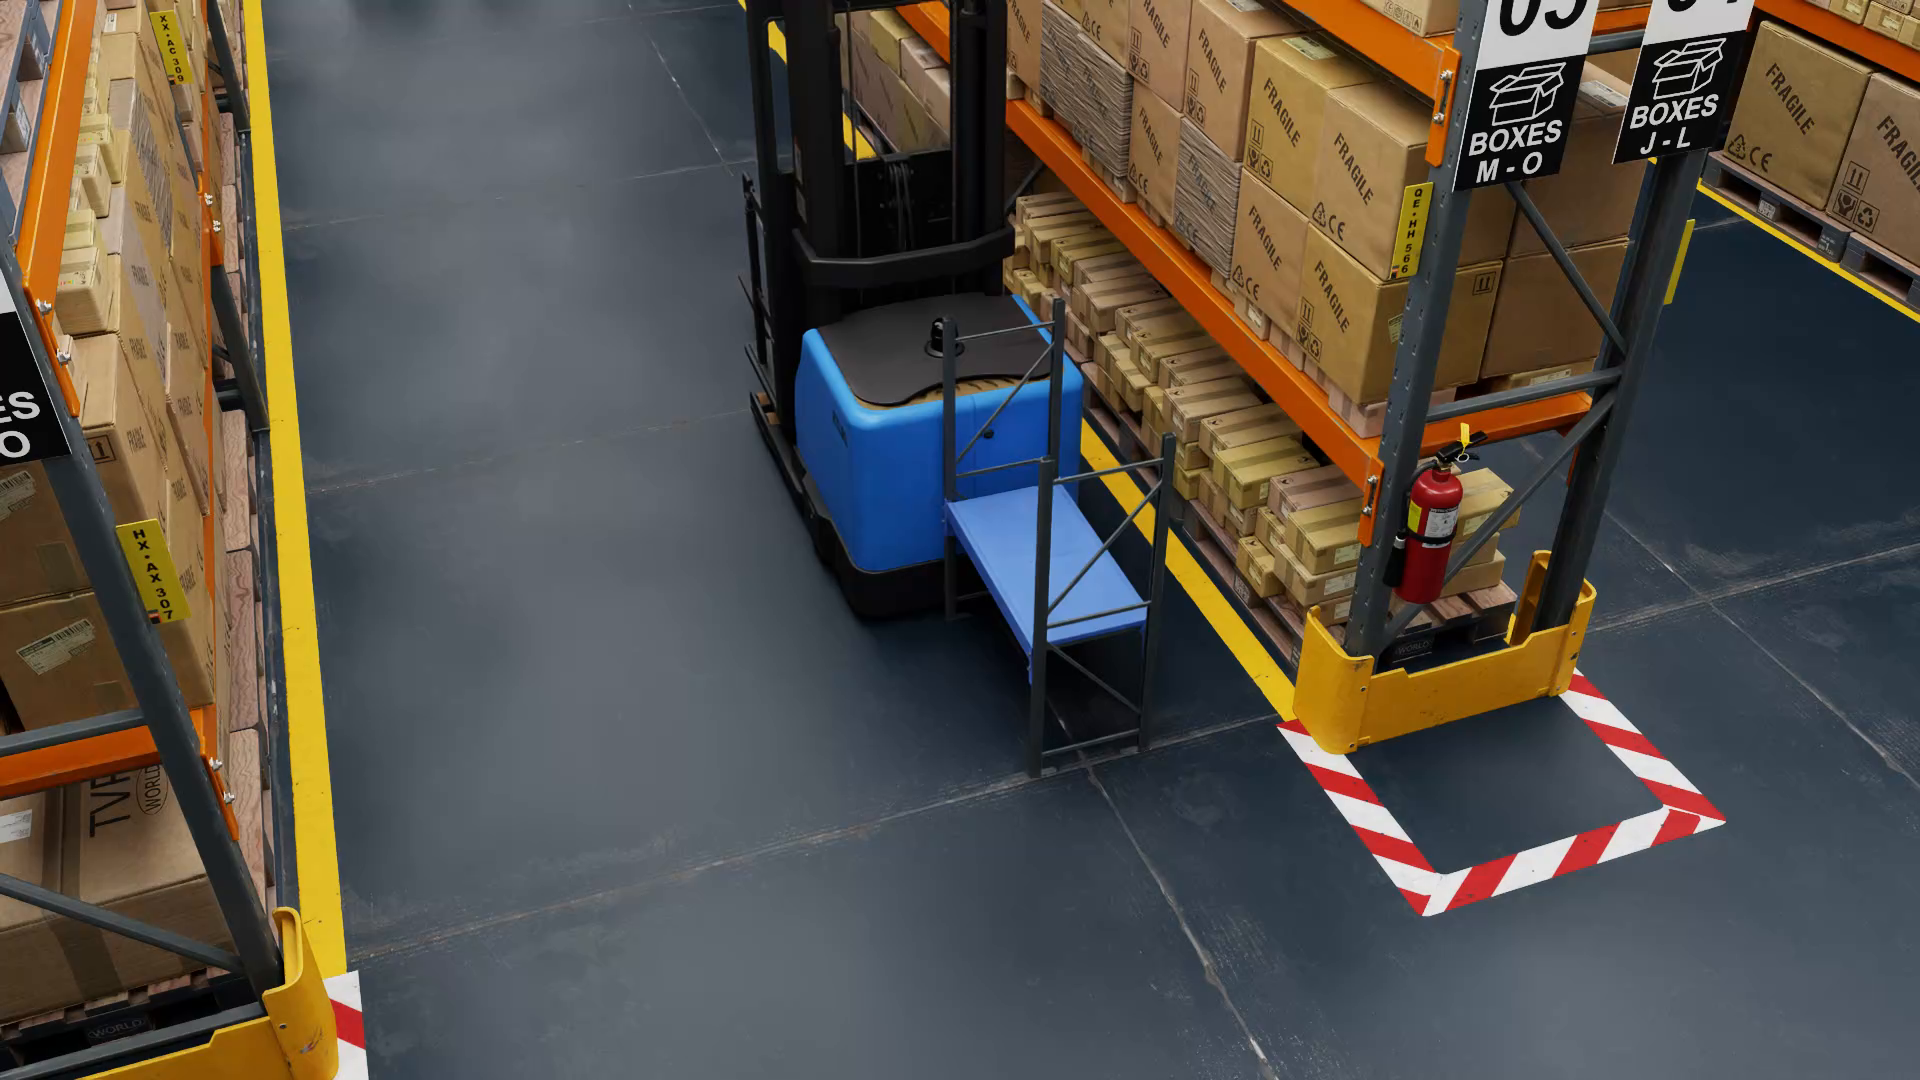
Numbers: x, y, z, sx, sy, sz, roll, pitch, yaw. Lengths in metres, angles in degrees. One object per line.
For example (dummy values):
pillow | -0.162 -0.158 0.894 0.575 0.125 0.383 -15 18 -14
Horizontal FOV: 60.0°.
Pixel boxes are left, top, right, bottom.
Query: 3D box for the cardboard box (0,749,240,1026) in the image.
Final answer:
cardboard box | -2.955 1.079 5.605 0.875 0.438 0.875 -14 39 -17

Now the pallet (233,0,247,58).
pallet | -6.070 -3.960 12.832 1.003 0.211 1.213 -12 39 -16

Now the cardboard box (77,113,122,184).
cardboard box | -2.990 -1.266 5.484 0.380 0.149 0.250 -13 39 -17

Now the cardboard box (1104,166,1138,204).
cardboard box | 0.892 -1.705 7.729 0.380 0.149 0.250 -11 38 -14

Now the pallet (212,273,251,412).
pallet | -4.346 -0.991 8.890 1.003 0.211 1.213 -12 39 -16

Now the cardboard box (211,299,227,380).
cardboard box | -4.298 -1.337 8.449 0.875 0.875 0.875 -11 38 -15

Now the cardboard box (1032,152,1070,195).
cardboard box | 0.598 -2.408 10.182 0.500 0.500 0.500 -11 38 -14

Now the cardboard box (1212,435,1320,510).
cardboard box | 1.318 -0.294 7.173 0.380 0.149 0.250 -13 39 -17

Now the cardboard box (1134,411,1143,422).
cardboard box | 1.073 -0.666 8.162 0.380 0.149 0.250 -11 38 -15

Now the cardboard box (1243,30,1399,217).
cardboard box | 1.414 -1.558 6.164 0.500 0.500 0.500 -14 39 -17

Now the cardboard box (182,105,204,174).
cardboard box | -3.914 -1.928 7.941 0.500 0.250 0.500 -13 39 -17

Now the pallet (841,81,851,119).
pallet | -0.506 -3.471 12.182 1.003 0.211 1.213 -12 39 -16

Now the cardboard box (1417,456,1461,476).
cardboard box | 1.910 -0.271 7.142 0.380 0.149 0.250 -12 39 -15

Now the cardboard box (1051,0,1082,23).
cardboard box | 0.722 -2.730 7.719 0.500 0.500 0.500 -14 39 -17

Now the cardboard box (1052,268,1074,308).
cardboard box | 0.716 -1.389 8.874 0.380 0.149 0.250 -13 39 -16

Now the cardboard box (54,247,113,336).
cardboard box | -2.635 -0.685 4.713 0.380 0.149 0.250 -11 38 -15

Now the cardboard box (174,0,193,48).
cardboard box | -4.251 -2.711 8.565 0.500 0.250 0.500 -12 39 -15

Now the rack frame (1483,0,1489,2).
rack frame | 1.979 -2.903 4.125 1.000 3.000 0.127 -12 39 -16

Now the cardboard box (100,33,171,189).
cardboard box | -3.421 -1.626 6.502 0.500 0.500 0.500 -13 39 -17

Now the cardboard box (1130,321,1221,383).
cardboard box | 1.041 -0.908 7.988 0.380 0.149 0.250 -12 39 -16

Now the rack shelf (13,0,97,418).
rack shelf | -3.322 -1.466 5.307 1.077 0.370 4.000 -12 39 -16

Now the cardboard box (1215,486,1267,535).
cardboard box | 1.349 -0.187 7.278 0.380 0.149 0.250 -14 39 -18

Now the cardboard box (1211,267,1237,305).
cardboard box | 1.278 -1.113 6.944 0.380 0.149 0.250 -14 39 -18

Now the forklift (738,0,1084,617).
forklift | -0.434 -1.726 7.605 1.130 2.935 3.031 -12 39 -15

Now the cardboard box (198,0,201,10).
cardboard box | -4.620 -3.079 9.470 0.500 0.250 0.500 -13 39 -16

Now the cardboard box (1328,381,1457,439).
cardboard box | 1.602 -0.532 6.172 0.380 0.149 0.250 -12 39 -16

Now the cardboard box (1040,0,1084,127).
cardboard box | 0.714 -2.315 8.000 0.500 0.500 0.500 -12 39 -16

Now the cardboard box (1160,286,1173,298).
cardboard box | 1.218 -1.342 8.812 0.380 0.149 0.250 -12 39 -16

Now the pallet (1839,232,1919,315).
pallet | 5.907 -1.486 9.548 1.003 0.211 1.213 -12 39 -16

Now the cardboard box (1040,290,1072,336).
cardboard box | 0.653 -1.243 8.928 0.380 0.149 0.250 -13 39 -16

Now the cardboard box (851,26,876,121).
cardboard box | -0.412 -3.171 11.195 0.500 0.500 0.500 -13 39 -17

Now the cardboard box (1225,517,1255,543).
cardboard box | 1.409 -0.081 7.385 0.380 0.149 0.250 -13 39 -16

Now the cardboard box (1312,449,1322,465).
cardboard box | 1.856 -0.335 7.722 0.380 0.149 0.250 -12 39 -15

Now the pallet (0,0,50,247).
pallet | -2.899 -1.005 4.171 1.003 0.211 1.213 -12 39 -16

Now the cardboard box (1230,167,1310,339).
cardboard box | 1.411 -1.158 6.464 0.500 0.500 0.500 -13 39 -17

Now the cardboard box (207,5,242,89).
cardboard box | -5.571 -3.384 11.584 0.950 0.372 0.625 -15 40 -19

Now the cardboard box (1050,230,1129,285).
cardboard box | 0.699 -1.495 8.768 0.380 0.149 0.250 -13 39 -17

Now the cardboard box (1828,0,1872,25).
cardboard box | 5.266 -3.103 9.585 0.380 0.149 0.250 -11 38 -14

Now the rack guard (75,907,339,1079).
rack guard | -2.625 1.587 5.227 1.175 0.500 0.348 -12 39 -16

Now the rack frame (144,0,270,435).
rack frame | -4.010 -1.685 7.493 1.000 3.000 0.127 -12 39 -16

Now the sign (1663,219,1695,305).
sign | 2.489 -0.965 5.819 0.100 0.325 0.005 -12 39 -16

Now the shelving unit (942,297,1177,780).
shelving unit | 0.341 -0.008 6.514 0.538 1.500 1.048 -12 39 -15

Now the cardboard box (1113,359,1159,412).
cardboard box | 0.967 -0.775 8.059 0.380 0.149 0.250 -12 39 -15

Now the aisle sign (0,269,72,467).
aisle sign | -2.336 -0.483 3.737 0.394 0.787 0.004 -12 39 -16

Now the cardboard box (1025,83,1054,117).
cardboard box | 0.552 -2.308 8.530 0.380 0.149 0.250 -11 38 -15

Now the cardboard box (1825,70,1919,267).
cardboard box | 5.756 -2.158 9.538 0.875 0.875 0.875 -12 39 -16

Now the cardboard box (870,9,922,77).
cardboard box | -0.250 -3.193 10.601 0.500 0.250 0.500 -14 39 -18

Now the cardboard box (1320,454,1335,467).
cardboard box | 1.832 -0.290 7.415 0.380 0.149 0.250 -12 39 -15

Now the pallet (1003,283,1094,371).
pallet | 0.867 -1.281 9.275 1.003 0.211 1.213 -12 39 -16

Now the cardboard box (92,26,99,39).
cardboard box | -3.436 -1.821 6.222 0.380 0.149 0.250 -13 39 -16

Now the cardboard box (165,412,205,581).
cardboard box | -2.729 -0.075 5.274 0.500 0.500 0.500 -13 39 -17

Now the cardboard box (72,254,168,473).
cardboard box | -2.716 -0.485 4.986 0.500 0.500 0.500 -13 39 -17

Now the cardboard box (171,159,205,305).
cardboard box | -3.428 -1.226 6.801 0.500 0.500 0.500 -13 39 -17
